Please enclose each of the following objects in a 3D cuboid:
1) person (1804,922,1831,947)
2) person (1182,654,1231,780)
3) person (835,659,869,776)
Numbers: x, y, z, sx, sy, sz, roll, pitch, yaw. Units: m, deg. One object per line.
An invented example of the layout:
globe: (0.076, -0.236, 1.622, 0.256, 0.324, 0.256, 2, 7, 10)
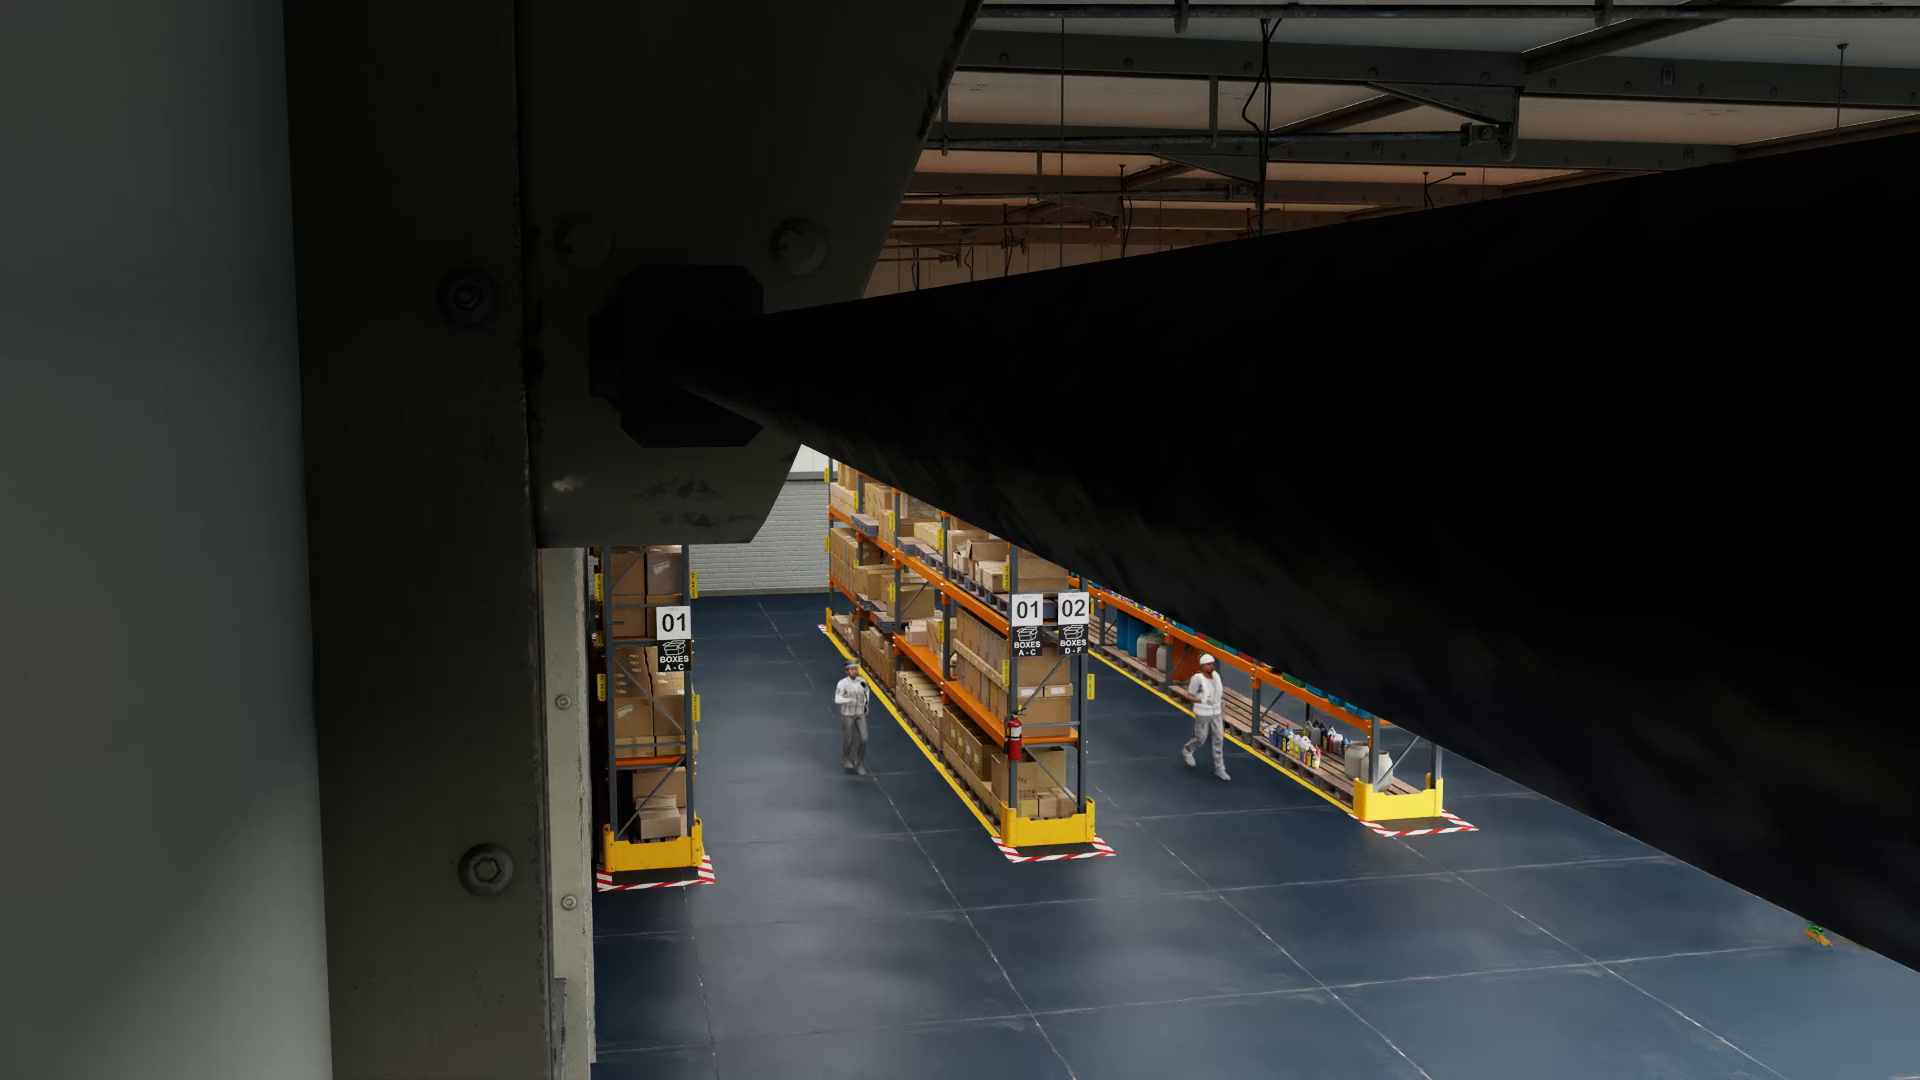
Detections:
person: (9.249, 3.363, 17.263, 0.882, 1.794, 0.648, 1, 7, 4)
person: (3.603, 2.548, 24.281, 0.684, 1.782, 0.984, -4, 8, -29)
person: (-1.551, 2.600, 24.426, 0.592, 1.734, 0.684, -2, 7, -20)
